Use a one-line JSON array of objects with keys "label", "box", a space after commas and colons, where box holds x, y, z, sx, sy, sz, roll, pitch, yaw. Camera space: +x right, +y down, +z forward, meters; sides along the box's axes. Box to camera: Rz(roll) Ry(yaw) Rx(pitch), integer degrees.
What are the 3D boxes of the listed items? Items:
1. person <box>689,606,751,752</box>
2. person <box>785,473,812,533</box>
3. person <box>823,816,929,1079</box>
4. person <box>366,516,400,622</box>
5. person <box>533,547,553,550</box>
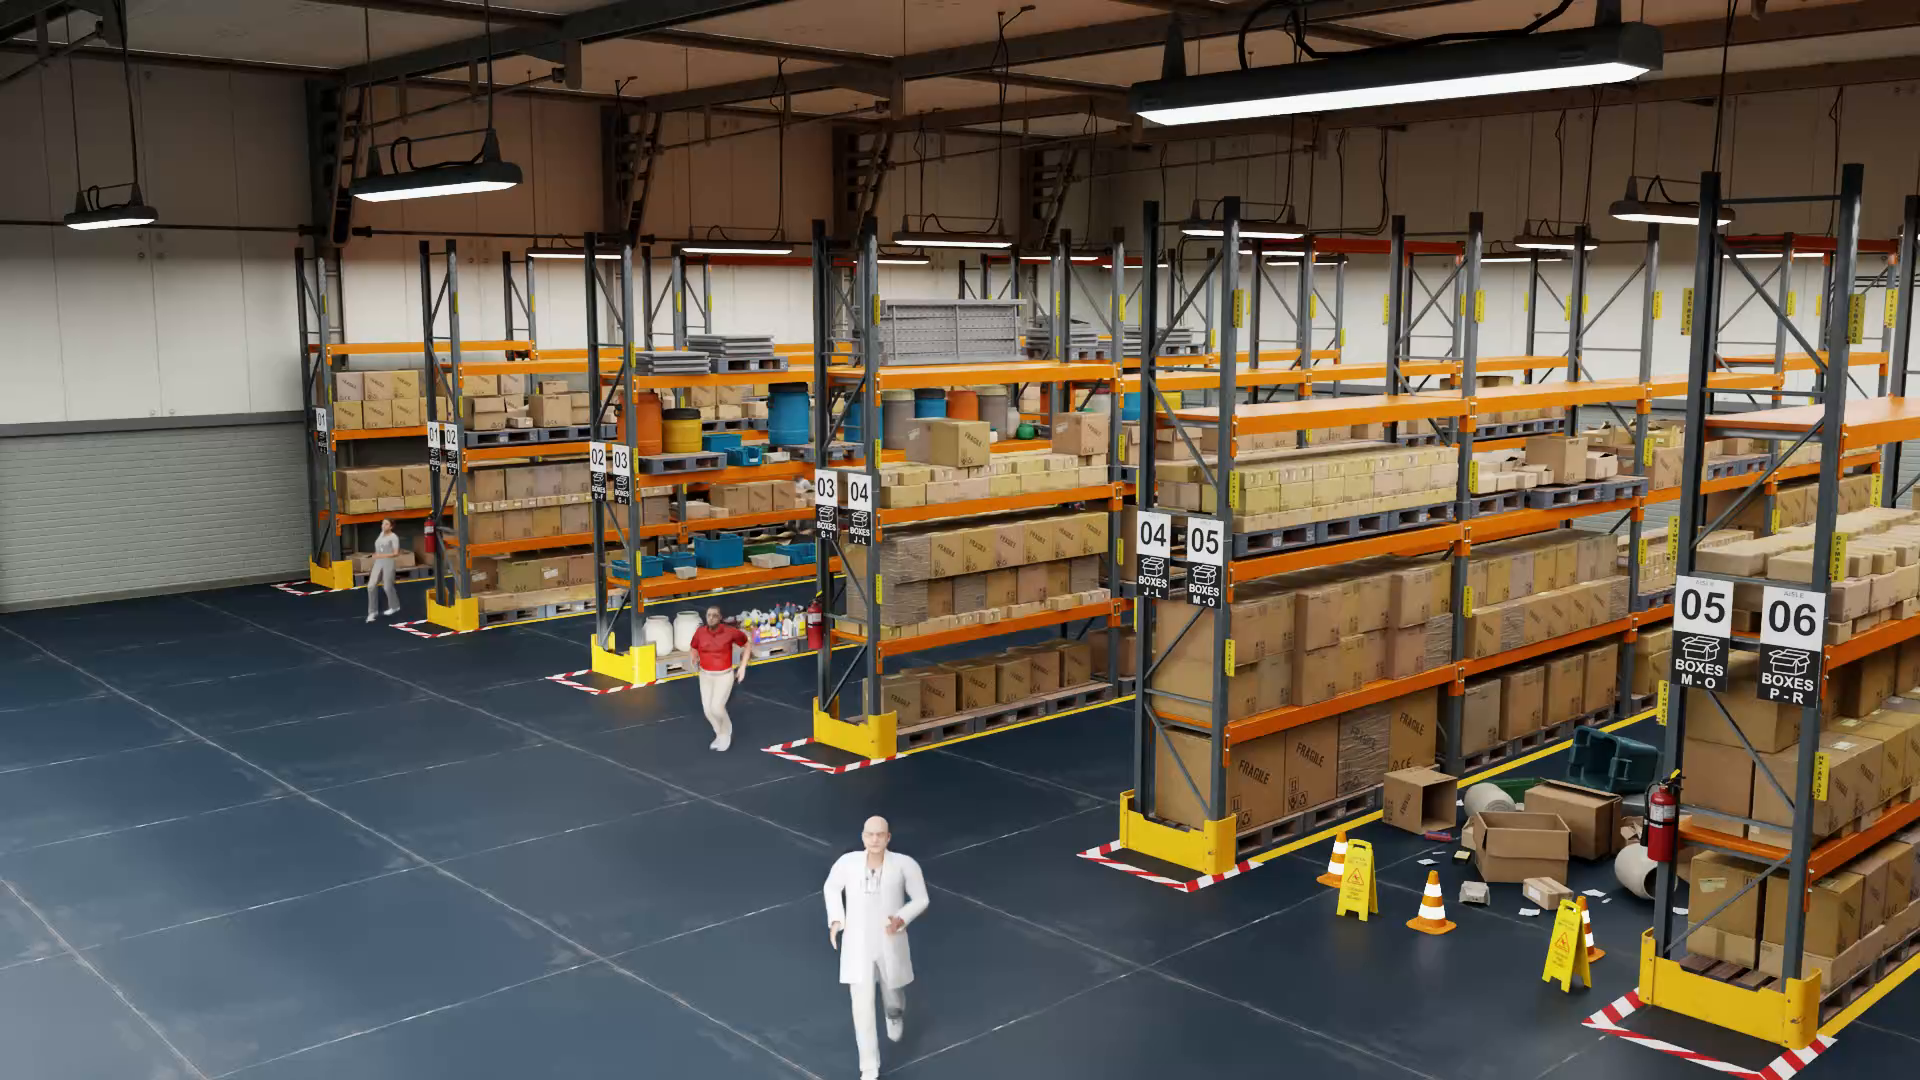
[{"label": "person", "box": [-2.766, 1.575, 18.901, 0.678, 1.687, 0.737, 3, 9, 18]}, {"label": "person", "box": [-3.336, -0.675, 34.028, 0.658, 1.731, 0.570, 6, 10, 36]}, {"label": "person", "box": [-0.566, 2.694, 11.087, 0.720, 1.745, 0.896, 0, 8, 2]}, {"label": "person", "box": [-9.146, 0.461, 26.649, 0.542, 1.711, 0.707, 3, 9, 19]}, {"label": "person", "box": [-7.161, 0.035, 28.773, 0.658, 1.785, 0.983, 7, 11, 40]}]
